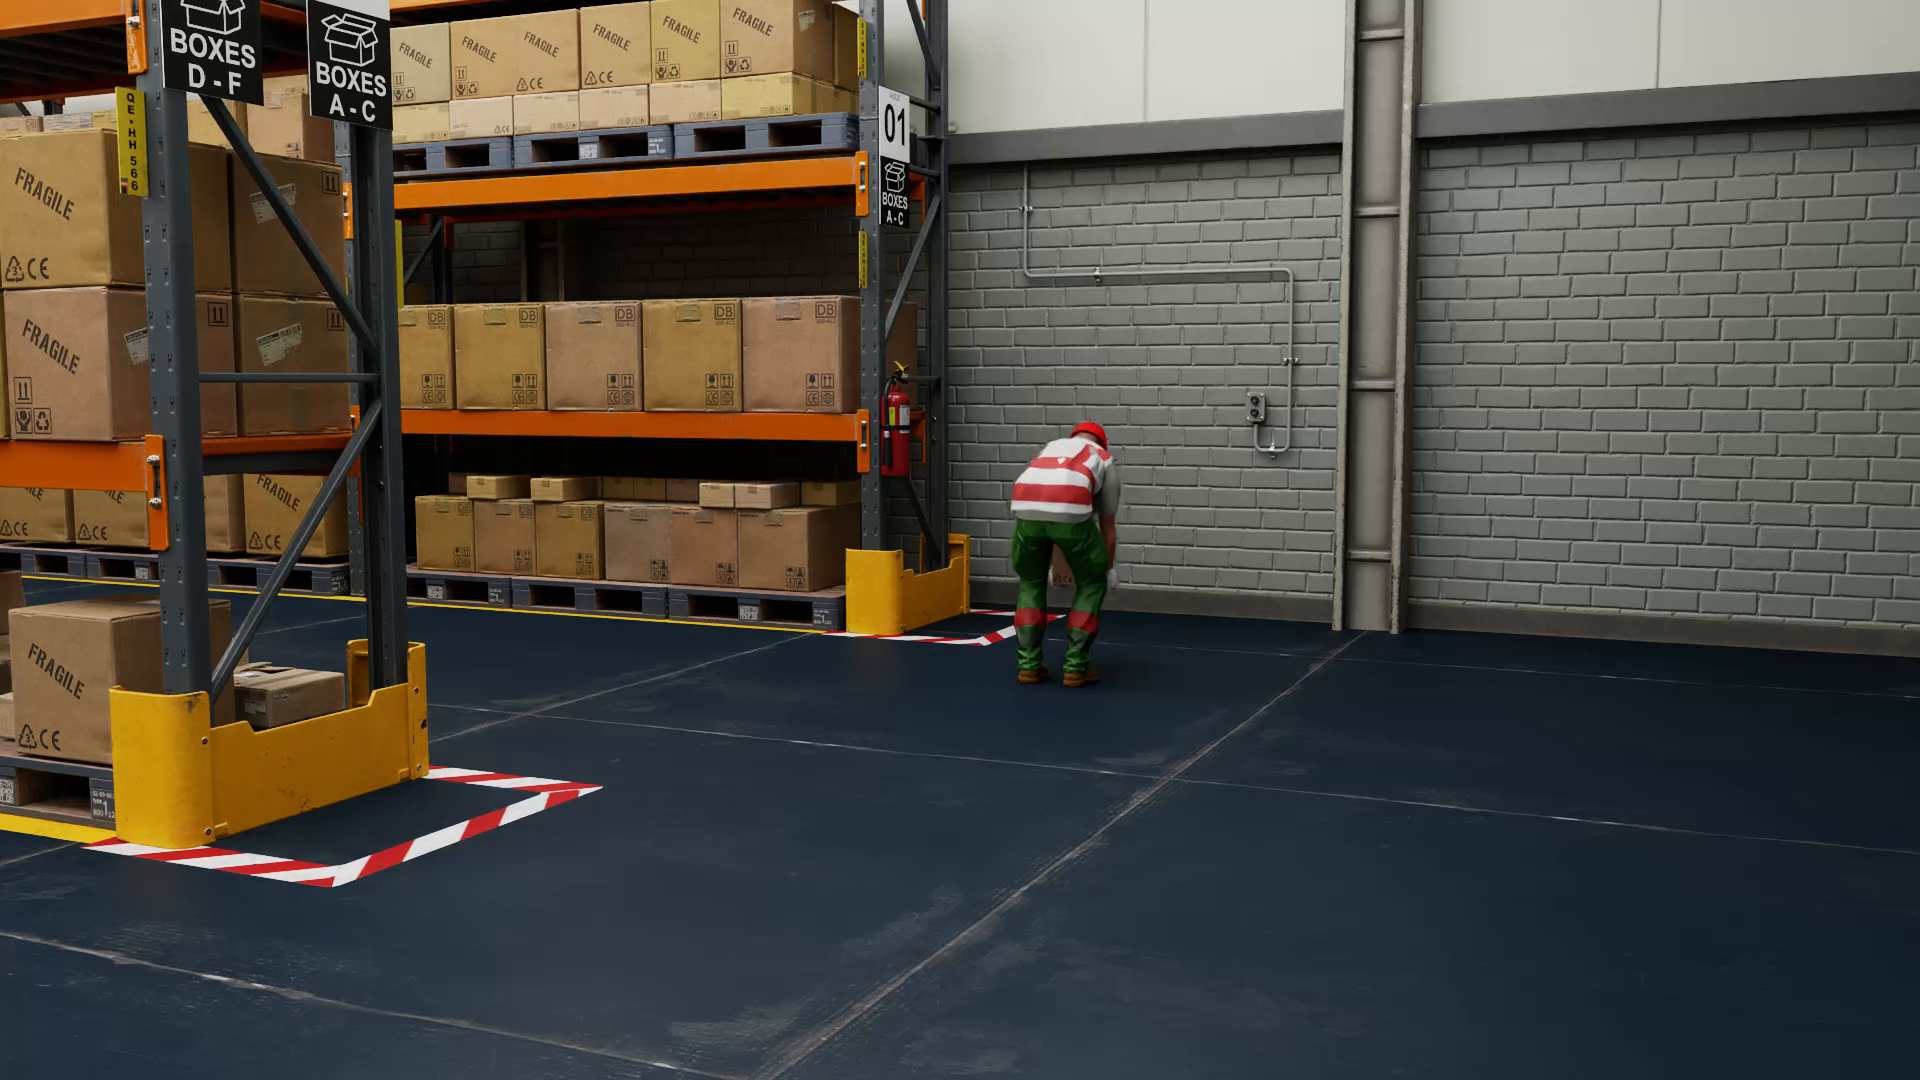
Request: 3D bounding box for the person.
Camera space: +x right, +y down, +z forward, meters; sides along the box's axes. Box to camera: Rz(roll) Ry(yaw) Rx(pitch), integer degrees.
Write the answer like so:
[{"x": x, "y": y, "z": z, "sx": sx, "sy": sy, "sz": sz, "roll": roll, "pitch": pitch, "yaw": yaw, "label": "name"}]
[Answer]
[{"x": 0.557, "y": 0.049, "z": 8.445, "sx": 0.503, "sy": 1.288, "sz": 0.919, "roll": 2, "pitch": 6, "yaw": 21, "label": "person"}]
